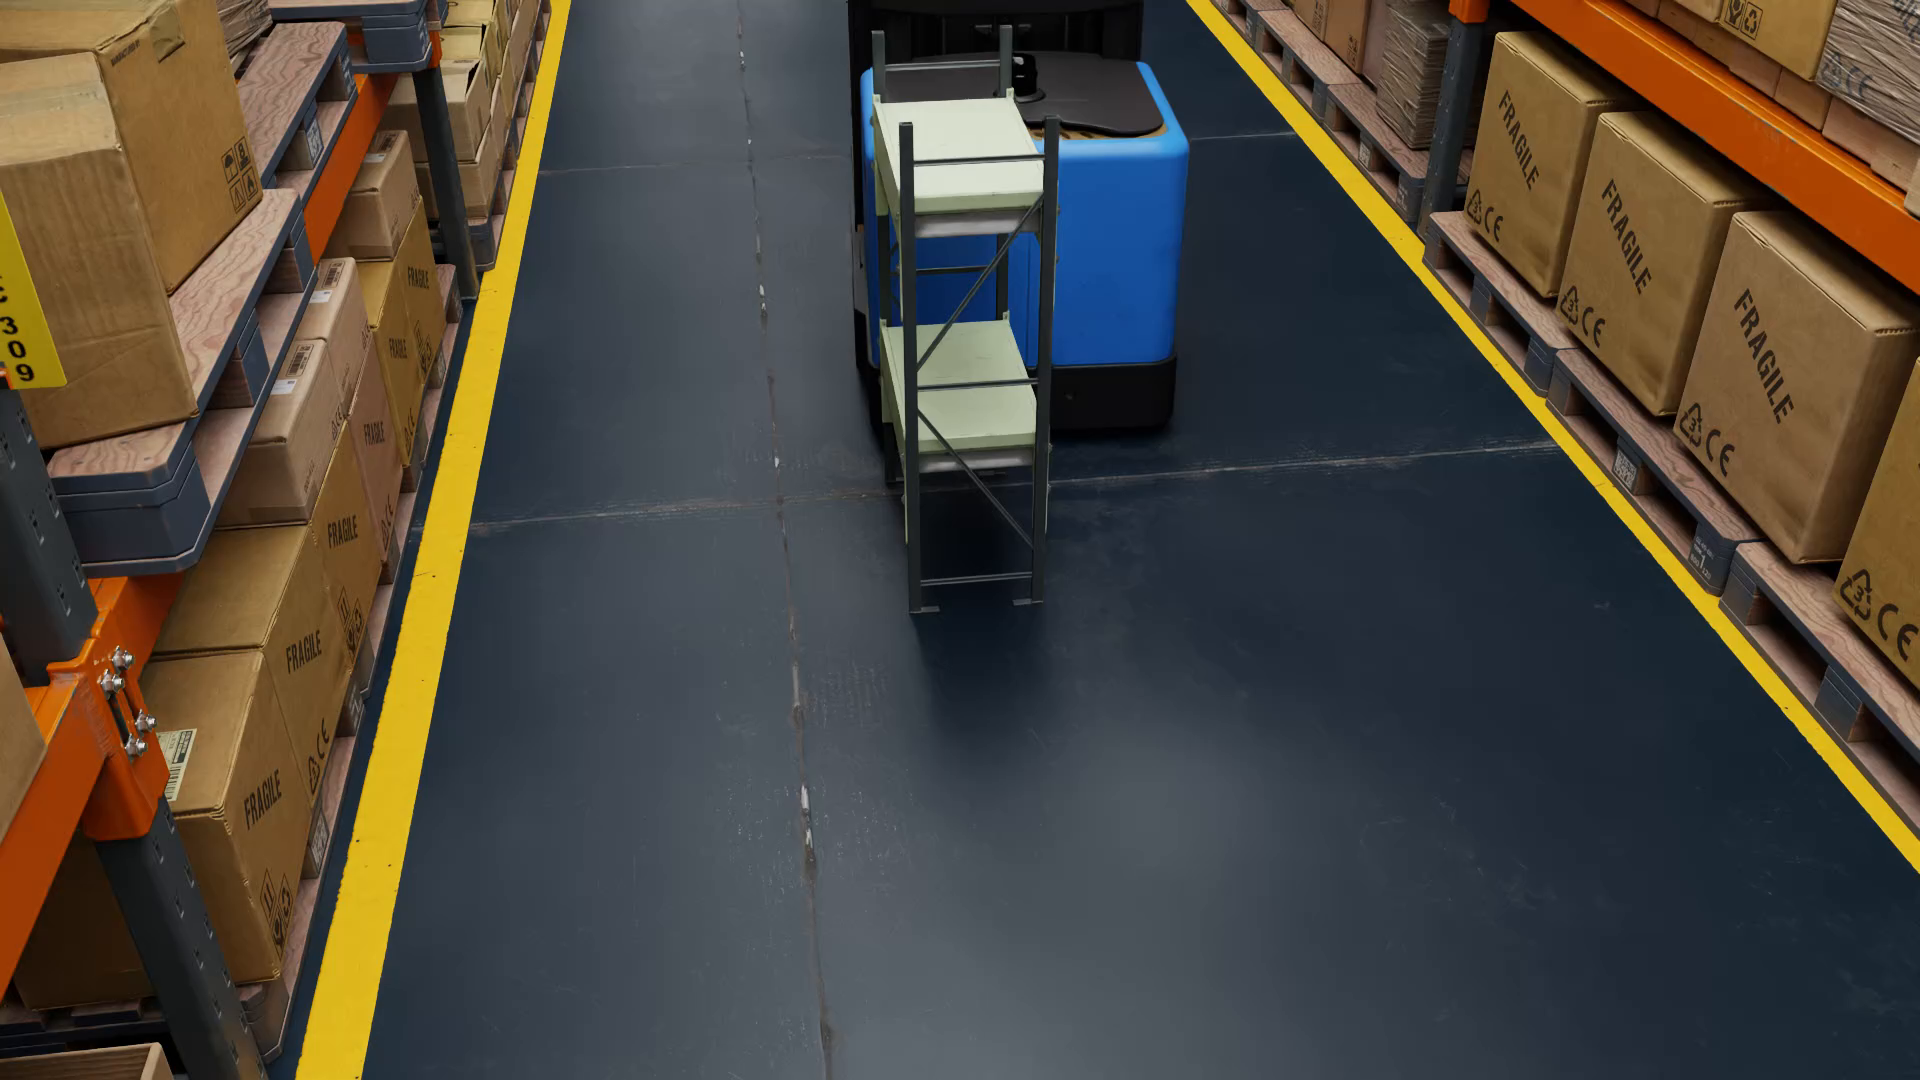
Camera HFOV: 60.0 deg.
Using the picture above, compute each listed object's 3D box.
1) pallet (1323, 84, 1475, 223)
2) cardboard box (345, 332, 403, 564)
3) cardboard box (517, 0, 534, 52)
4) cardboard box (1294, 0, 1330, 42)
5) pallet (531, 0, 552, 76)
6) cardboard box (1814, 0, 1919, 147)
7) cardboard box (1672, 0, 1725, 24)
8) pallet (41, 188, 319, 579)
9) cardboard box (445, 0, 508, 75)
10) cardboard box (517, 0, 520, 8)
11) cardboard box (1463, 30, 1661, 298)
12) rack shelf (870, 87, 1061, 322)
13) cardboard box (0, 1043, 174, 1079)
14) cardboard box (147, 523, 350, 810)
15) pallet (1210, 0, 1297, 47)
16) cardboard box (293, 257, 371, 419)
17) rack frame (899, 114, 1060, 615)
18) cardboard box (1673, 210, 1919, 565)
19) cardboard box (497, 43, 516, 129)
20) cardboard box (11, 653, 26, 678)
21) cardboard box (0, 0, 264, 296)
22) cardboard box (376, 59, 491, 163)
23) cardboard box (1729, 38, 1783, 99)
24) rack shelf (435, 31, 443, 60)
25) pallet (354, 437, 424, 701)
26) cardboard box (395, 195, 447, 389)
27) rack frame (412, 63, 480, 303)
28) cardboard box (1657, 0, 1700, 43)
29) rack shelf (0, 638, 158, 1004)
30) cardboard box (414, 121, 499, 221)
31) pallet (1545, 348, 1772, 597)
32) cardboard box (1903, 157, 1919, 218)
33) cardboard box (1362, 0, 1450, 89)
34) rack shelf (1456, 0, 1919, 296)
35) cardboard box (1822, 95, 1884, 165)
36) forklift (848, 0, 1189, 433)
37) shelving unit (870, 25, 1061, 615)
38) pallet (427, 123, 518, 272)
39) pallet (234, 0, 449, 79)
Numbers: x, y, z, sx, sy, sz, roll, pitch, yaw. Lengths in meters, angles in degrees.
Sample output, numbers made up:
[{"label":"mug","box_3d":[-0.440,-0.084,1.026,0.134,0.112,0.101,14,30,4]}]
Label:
[{"label":"pallet","box_3d":[2.371,-1.848,7.774,1.003,0.211,1.213,-4,35,-6]},{"label":"cardboard box","box_3d":[-1.930,-0.250,4.783,0.500,0.500,0.500,-6,35,-8]},{"label":"cardboard box","box_3d":[-2.493,-2.679,8.586,0.500,0.250,0.500,-4,34,-5]},{"label":"cardboard box","box_3d":[2.199,-2.963,8.764,0.700,0.500,0.500,-4,34,-6]},{"label":"pallet","box_3d":[-2.834,-2.859,9.257,1.003,0.211,1.213,-4,35,-6]},{"label":"cardboard box","box_3d":[2.563,-1.308,4.135,0.500,0.500,0.500,-4,35,-6]},{"label":"cardboard box","box_3d":[2.413,-1.876,4.969,0.500,0.500,0.500,-5,35,-7]},{"label":"pallet","box_3d":[-1.895,-0.330,3.241,1.003,0.211,1.213,-4,35,-6]},{"label":"cardboard box","box_3d":[-2.359,-2.348,7.602,0.500,0.311,0.500,-5,35,-8]},{"label":"cardboard box","box_3d":[-2.492,-2.915,8.435,0.500,0.311,0.500,-4,35,-7]},{"label":"cardboard box","box_3d":[2.443,-1.429,6.219,0.750,0.750,0.750,-5,35,-7]},{"label":"rack shelf","box_3d":[-0.001,-0.946,4.613,0.431,0.370,0.720,-4,35,-6]},{"label":"cardboard box","box_3d":[-1.538,1.193,2.665,0.500,0.500,0.500,-4,35,-6]},{"label":"cardboard box","box_3d":[-1.802,0.311,3.959,0.500,0.500,0.500,-4,34,-6]},{"label":"pallet","box_3d":[2.042,-3.210,9.772,1.003,0.211,1.213,-4,35,-6]},{"label":"cardboard box","box_3d":[-1.922,-0.540,4.542,0.500,0.250,0.500,-5,35,-7]},{"label":"rack frame","box_3d":[0.048,-0.419,4.533,0.400,1.500,0.023,-4,35,-6]},{"label":"cardboard box","box_3d":[2.673,-0.466,4.806,0.750,0.750,0.750,-3,34,-5]},{"label":"cardboard box","box_3d":[-2.358,-2.109,7.749,0.500,0.250,0.500,-5,35,-8]},{"label":"cardboard box","box_3d":[-2.305,0.366,3.878,0.500,0.500,0.500,-4,35,-6]},{"label":"cardboard box","box_3d":[-1.893,-0.830,3.342,0.700,0.500,0.500,1,34,1]},{"label":"cardboard box","box_3d":[-2.213,-1.770,6.755,0.500,0.311,0.500,-3,34,-5]},{"label":"cardboard box","box_3d":[2.506,-1.412,4.864,0.380,0.149,0.250,-4,34,-6]},{"label":"rack shelf","box_3d":[-2.703,-3.006,7.636,1.077,0.370,4.000,-4,35,-6]},{"label":"pallet","box_3d":[-2.210,0.064,4.968,1.003,0.211,1.213,-4,35,-6]},{"label":"cardboard box","box_3d":[-2.076,-0.832,5.636,0.500,0.500,0.500,-3,34,-5]},{"label":"rack frame","box_3d":[-2.434,-2.187,5.795,1.000,3.000,0.127,-4,35,-6]},{"label":"cardboard box","box_3d":[2.466,-1.696,5.281,0.380,0.149,0.250,-4,34,-5]},{"label":"rack shelf","box_3d":[-1.627,1.459,1.085,1.077,0.370,4.000,-4,35,-6]},{"label":"cardboard box","box_3d":[-2.213,-1.539,6.913,0.500,0.250,0.500,-4,35,-7]},{"label":"pallet","box_3d":[2.666,-0.287,5.484,1.003,0.211,1.213,-4,35,-6]},{"label":"cardboard box","box_3d":[2.545,-0.834,4.015,0.380,0.149,0.250,-4,35,-6]},{"label":"cardboard box","box_3d":[2.372,-2.407,7.948,0.700,0.500,0.500,-4,35,-6]},{"label":"rack shelf","box_3d":[2.743,-1.151,4.914,1.077,0.370,4.000,-4,35,-6]},{"label":"cardboard box","box_3d":[2.559,-1.116,4.429,0.380,0.149,0.250,-5,35,-8]},{"label":"forklift","box_3d":[0.111,-2.373,6.130,1.130,2.935,3.031,-2,34,-4]},{"label":"shelving unit","box_3d":[-0.001,-0.623,4.833,0.431,1.500,0.755,-4,35,-6]},{"label":"pallet","box_3d":[-2.506,-1.497,7.259,1.003,0.211,1.213,-4,35,-6]},{"label":"pallet","box_3d":[-2.273,-1.735,5.302,1.213,0.211,1.003,-4,35,-6]}]
